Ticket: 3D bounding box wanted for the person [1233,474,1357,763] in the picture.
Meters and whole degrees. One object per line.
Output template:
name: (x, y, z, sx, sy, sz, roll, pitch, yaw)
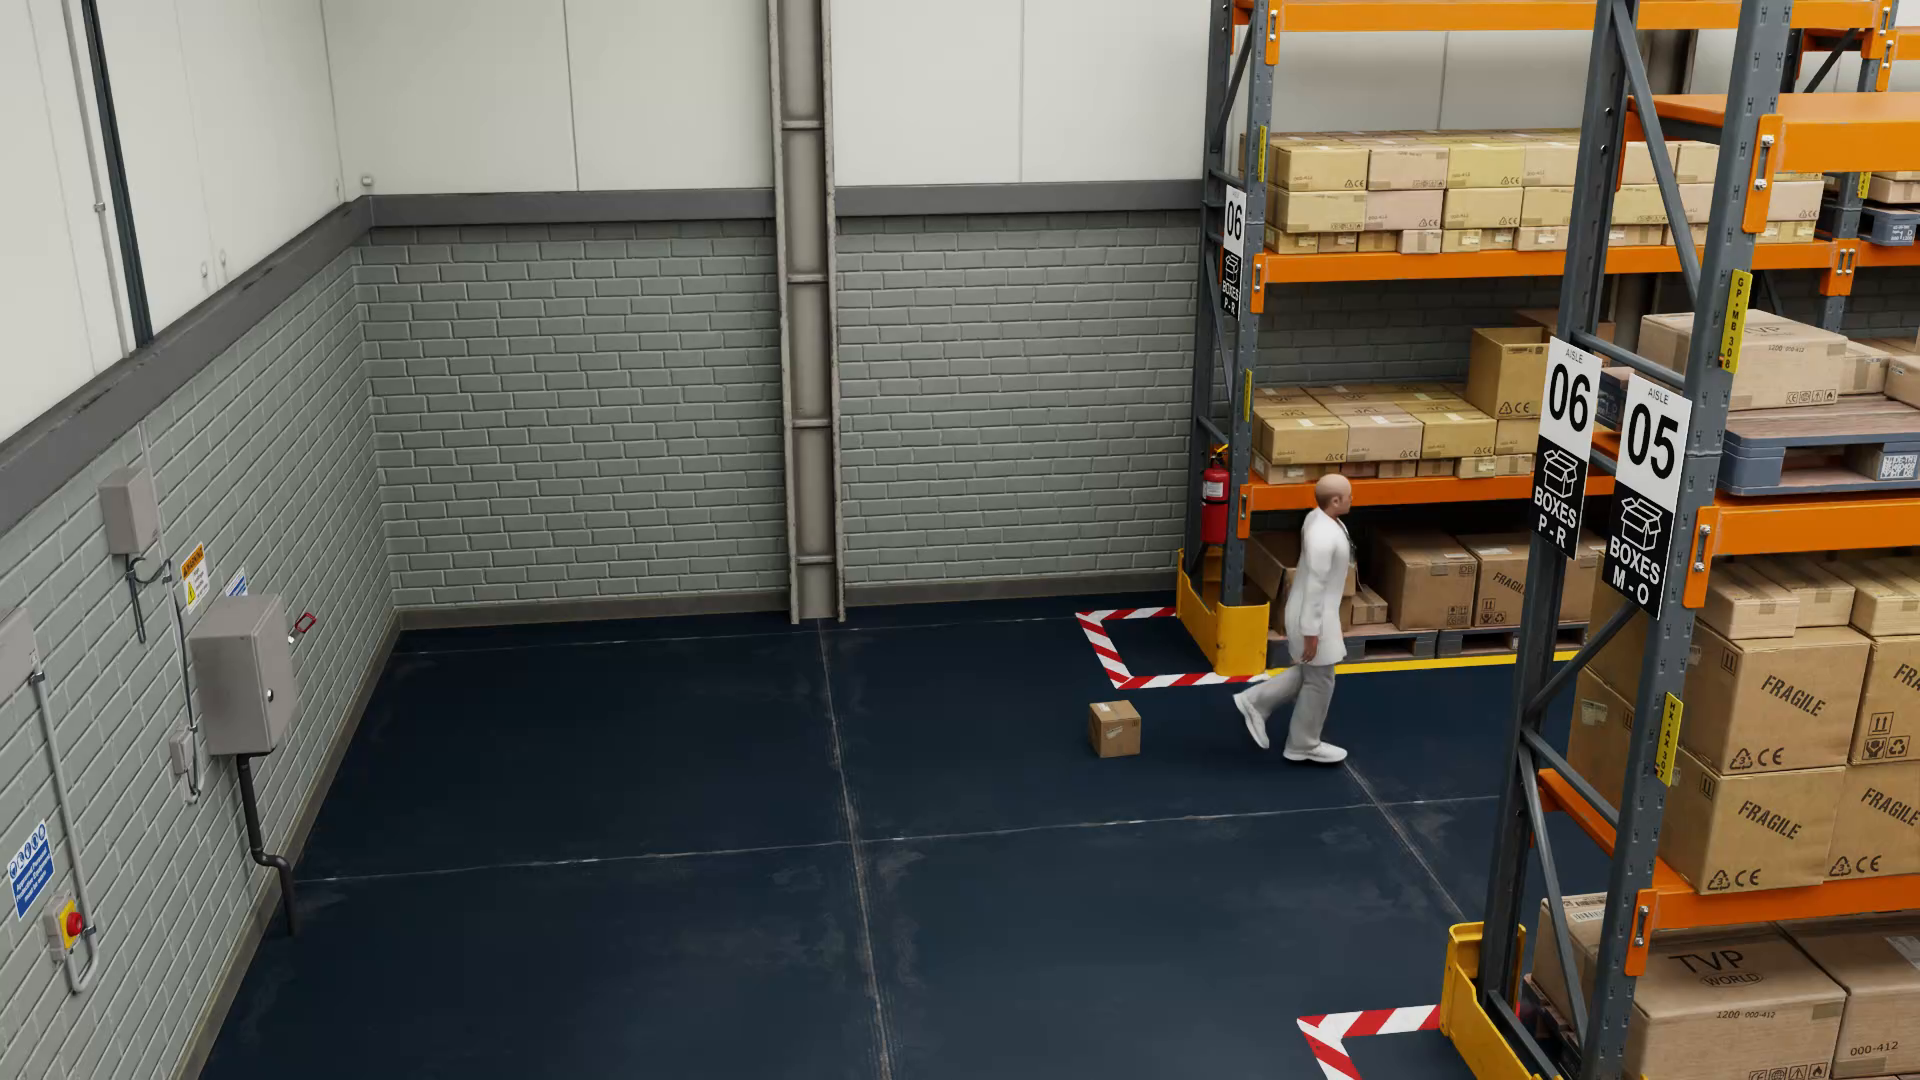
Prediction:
person: (1.993, 0.444, 9.802, 0.694, 1.758, 0.616, 4, 20, 12)
